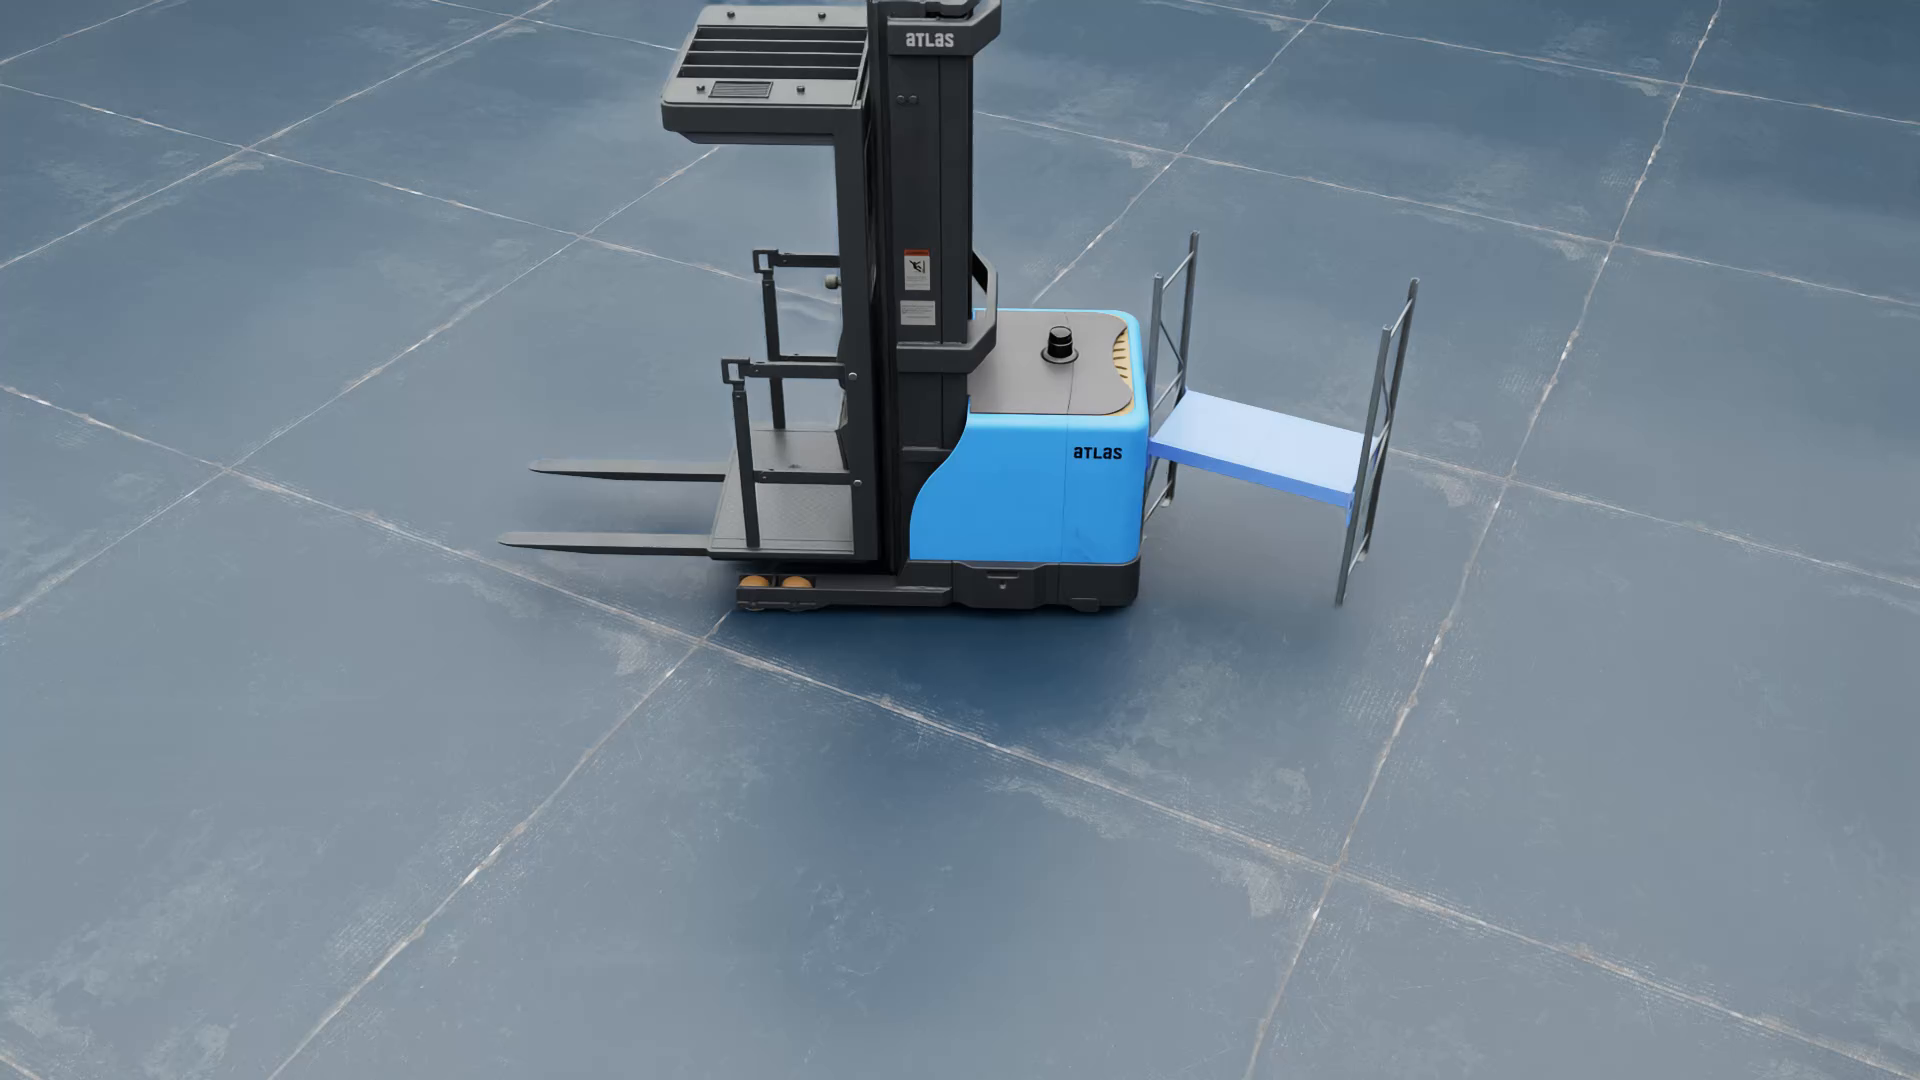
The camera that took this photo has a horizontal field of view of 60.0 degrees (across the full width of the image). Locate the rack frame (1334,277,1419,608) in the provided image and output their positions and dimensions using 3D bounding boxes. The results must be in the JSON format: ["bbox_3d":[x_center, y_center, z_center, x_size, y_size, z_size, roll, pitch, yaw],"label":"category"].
[{"bbox_3d":[1.886,-0.414,7.555,0.032,1.500,0.500,17,40,21],"label":"rack frame"}]

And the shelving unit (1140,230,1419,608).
[{"bbox_3d":[1.431,-0.551,7.736,1.048,1.500,0.538,17,40,21],"label":"shelving unit"}]

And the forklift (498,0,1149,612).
[{"bbox_3d":[-0.665,-1.149,7.340,3.031,2.935,1.130,1,37,2],"label":"forklift"}]

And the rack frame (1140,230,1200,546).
[{"bbox_3d":[0.976,-0.688,7.916,0.032,1.500,0.500,17,40,21],"label":"rack frame"}]

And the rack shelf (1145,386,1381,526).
[{"bbox_3d":[1.431,-0.408,7.844,1.000,0.185,0.538,17,40,21],"label":"rack shelf"}]
